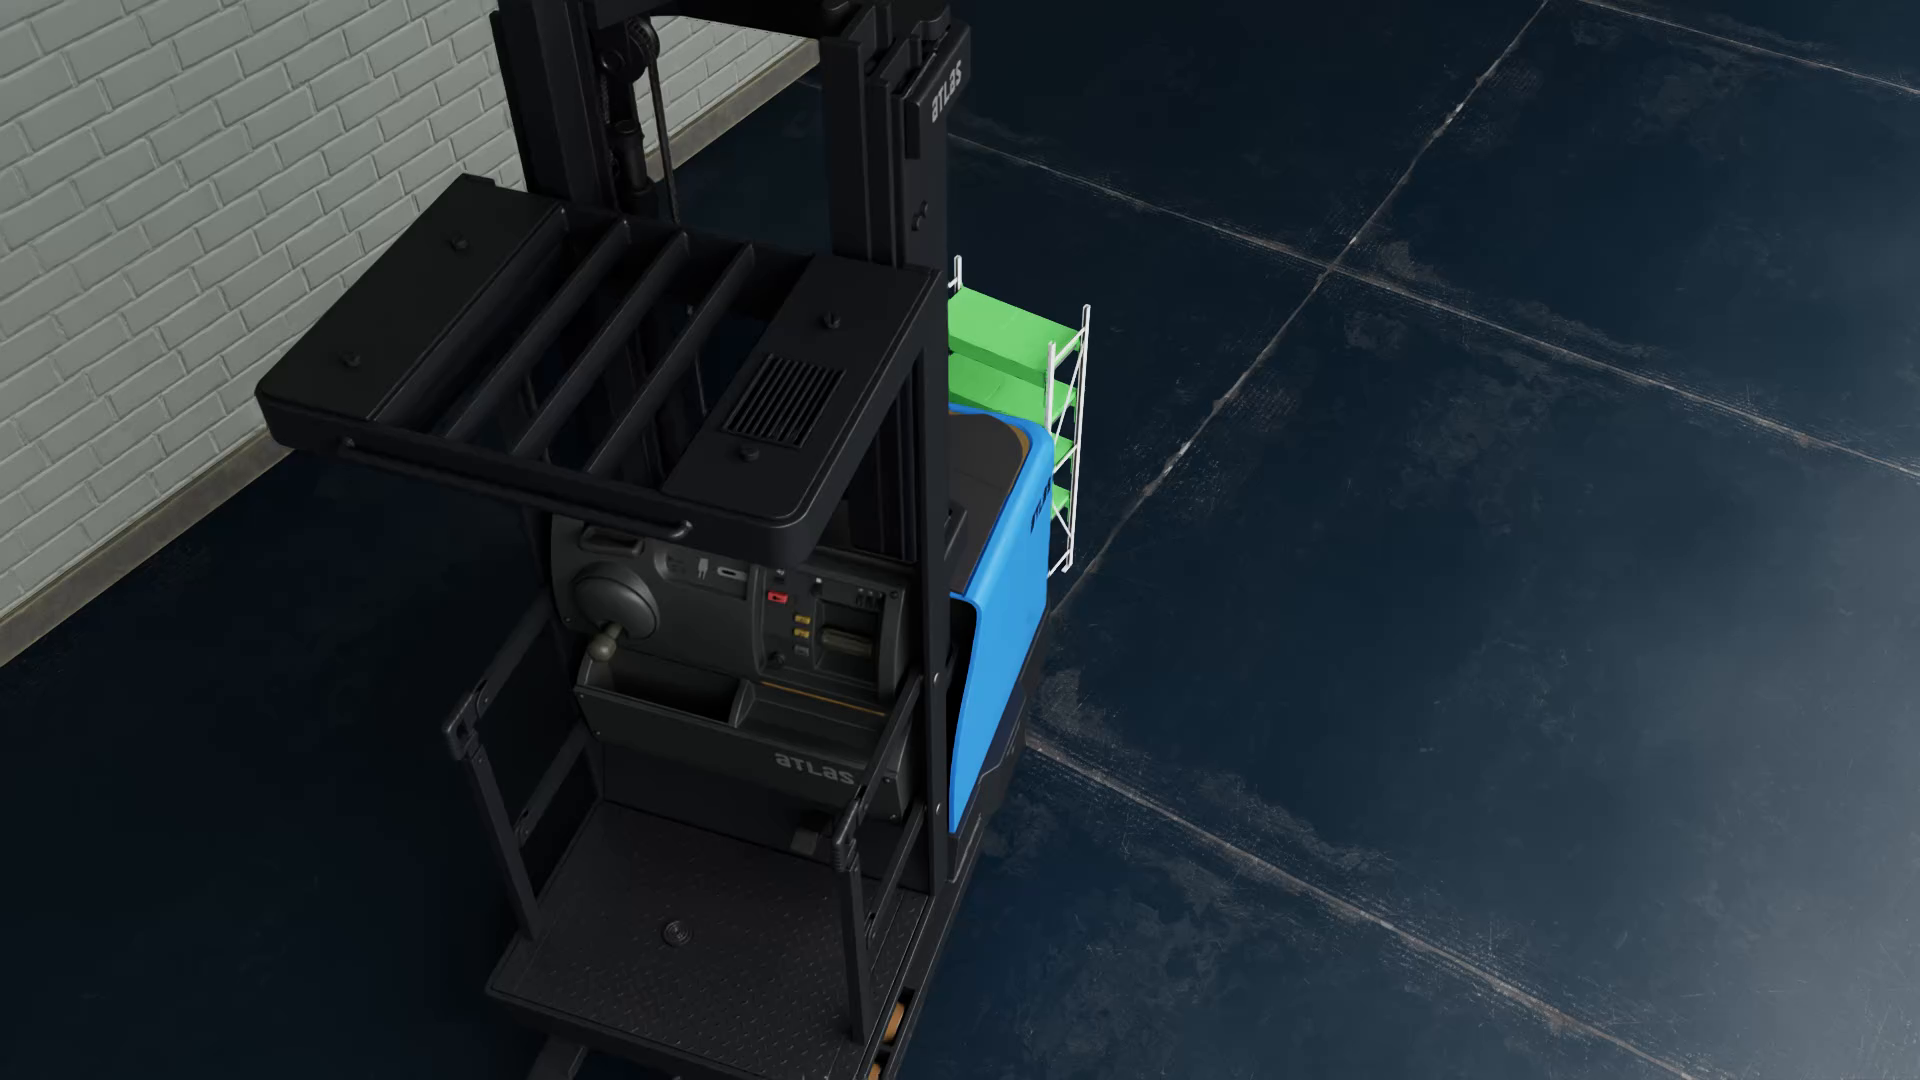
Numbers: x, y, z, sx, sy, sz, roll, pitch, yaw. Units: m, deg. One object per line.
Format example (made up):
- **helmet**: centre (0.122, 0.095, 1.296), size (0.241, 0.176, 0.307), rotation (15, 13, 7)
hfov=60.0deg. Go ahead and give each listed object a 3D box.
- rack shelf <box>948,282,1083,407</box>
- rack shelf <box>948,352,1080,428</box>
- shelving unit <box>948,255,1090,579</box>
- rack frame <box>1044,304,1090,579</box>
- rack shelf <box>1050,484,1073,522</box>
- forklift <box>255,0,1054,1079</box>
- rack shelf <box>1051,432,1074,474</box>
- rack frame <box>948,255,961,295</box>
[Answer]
- **rack shelf**: centre (0.139, -0.644, 5.459), size (0.480, 0.148, 0.258), rotation (25, 51, 22)
- **rack shelf**: centre (0.139, -0.477, 5.631), size (0.480, 0.148, 0.258), rotation (25, 51, 22)
- **shelving unit**: centre (0.139, -0.354, 5.757), size (0.503, 1.200, 0.258), rotation (25, 51, 22)
- **rack frame**: centre (0.345, -0.260, 5.666), size (0.015, 1.200, 0.240), rotation (25, 51, 22)
- **rack shelf**: centre (0.139, -0.142, 5.975), size (0.480, 0.148, 0.258), rotation (25, 51, 22)
- **forklift**: centre (-0.646, 0.264, 3.949), size (1.130, 2.935, 3.031), rotation (14, 47, 13)
- **rack shelf**: centre (0.139, -0.310, 5.803), size (0.480, 0.148, 0.258), rotation (25, 51, 22)
- **rack frame**: centre (-0.066, -0.449, 5.849), size (0.015, 1.200, 0.240), rotation (25, 51, 22)
